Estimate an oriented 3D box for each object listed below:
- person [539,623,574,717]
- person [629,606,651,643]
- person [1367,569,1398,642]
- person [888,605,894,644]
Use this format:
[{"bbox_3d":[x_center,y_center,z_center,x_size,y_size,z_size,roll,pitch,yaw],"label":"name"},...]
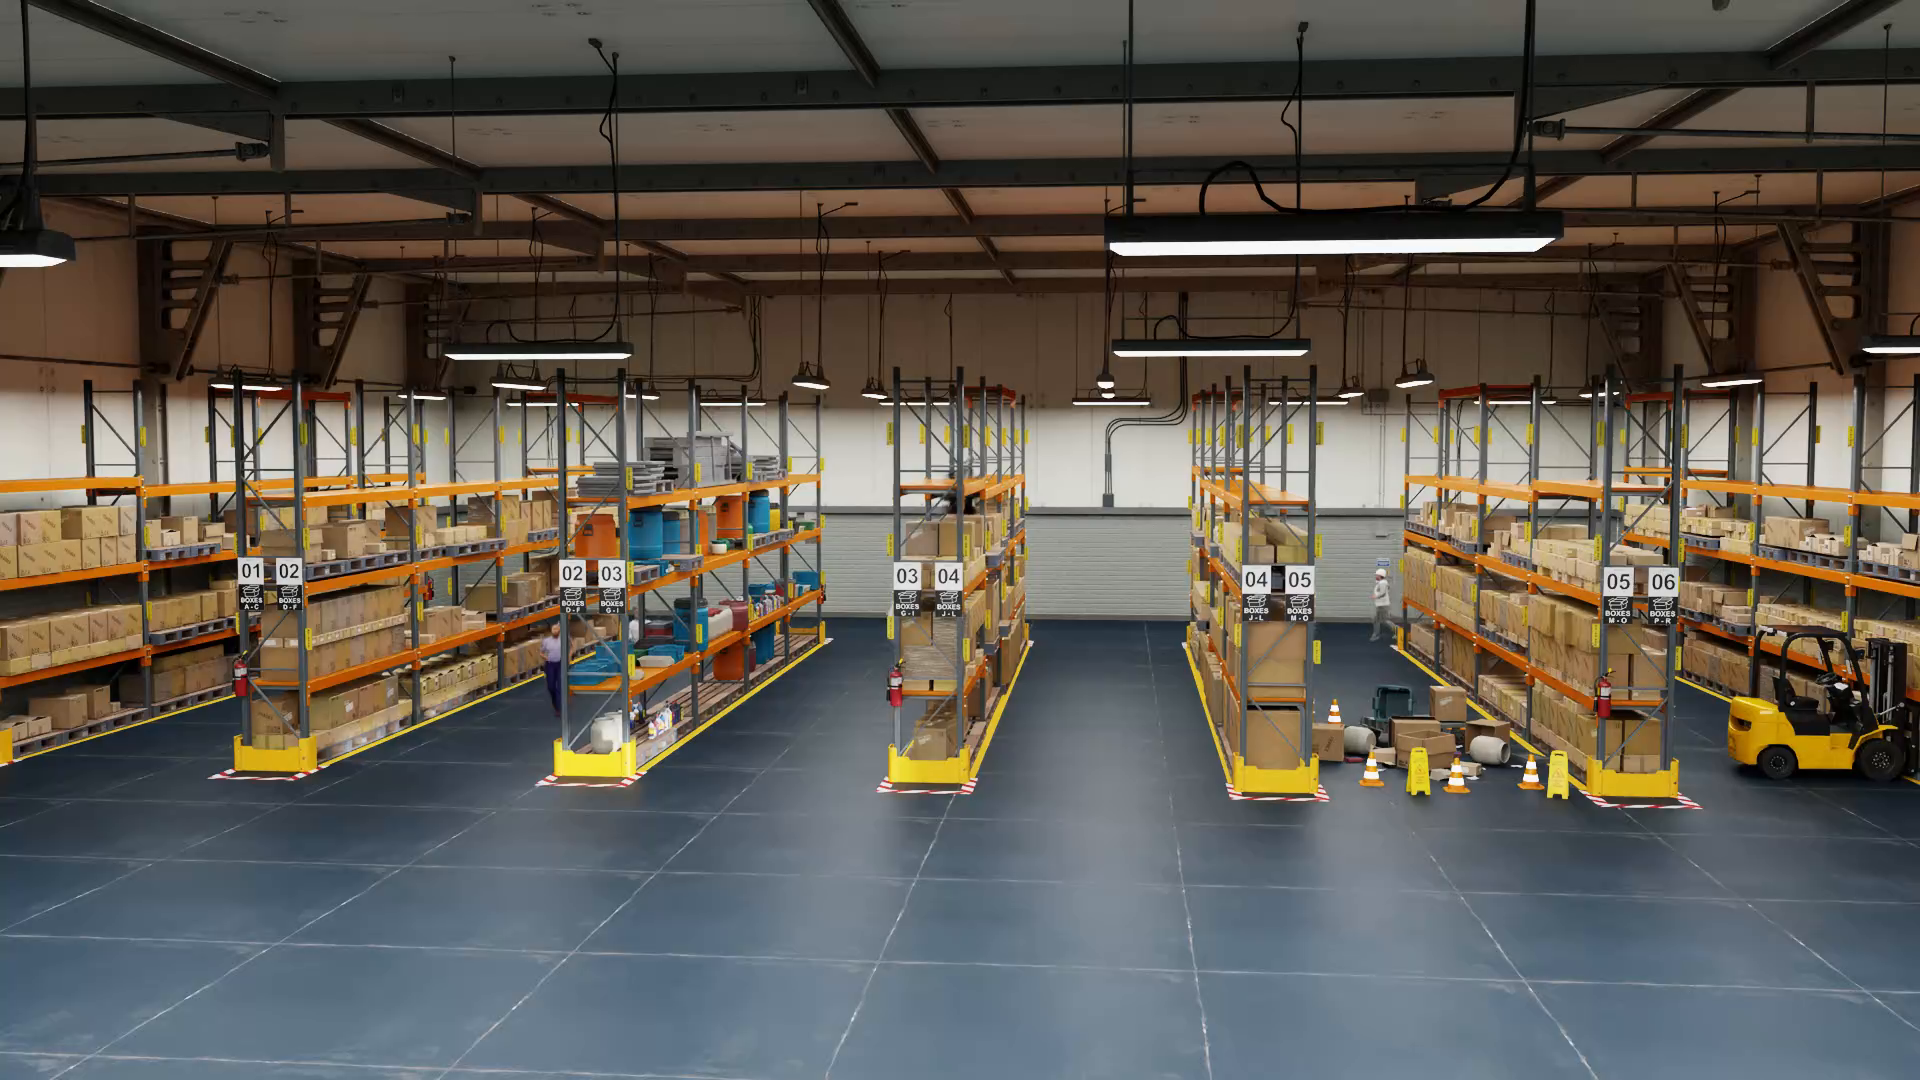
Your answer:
[{"bbox_3d":[-7.269,2.318,29.965,0.608,1.643,0.903,-1,4,-9],"label":"person"},{"bbox_3d":[-6.247,2.148,32.460,0.594,1.753,0.753,0,4,7],"label":"person"},{"bbox_3d":[10.338,1.609,40.401,0.840,1.804,0.665,1,4,13],"label":"person"},{"bbox_3d":[-1.184,1.891,34.994,0.725,1.620,1.006,0,4,7],"label":"person"}]
